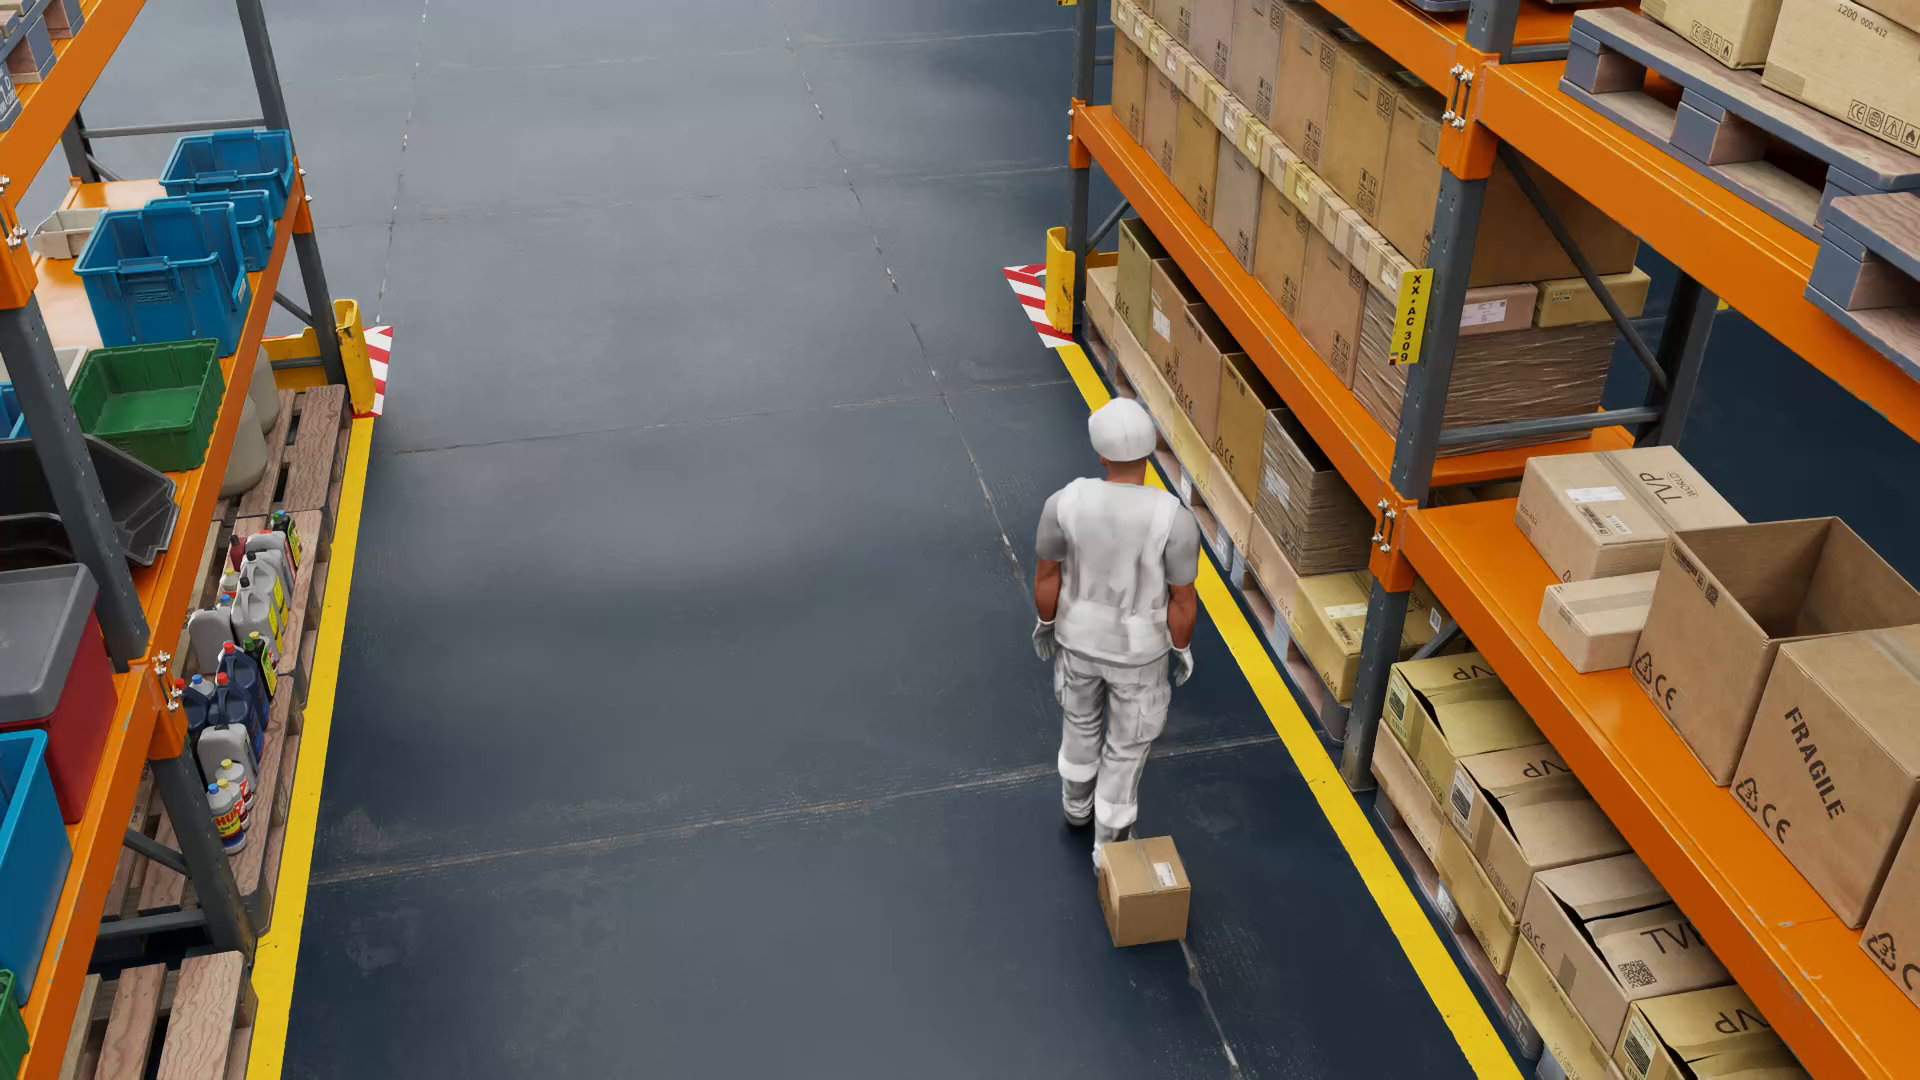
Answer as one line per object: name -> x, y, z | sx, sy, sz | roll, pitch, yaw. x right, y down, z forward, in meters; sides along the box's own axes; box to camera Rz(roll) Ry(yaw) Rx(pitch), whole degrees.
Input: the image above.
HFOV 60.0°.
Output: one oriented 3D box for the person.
person -> 0.520, 0.330, 5.610 | 0.561, 1.792, 0.530 | 15, 37, 21
